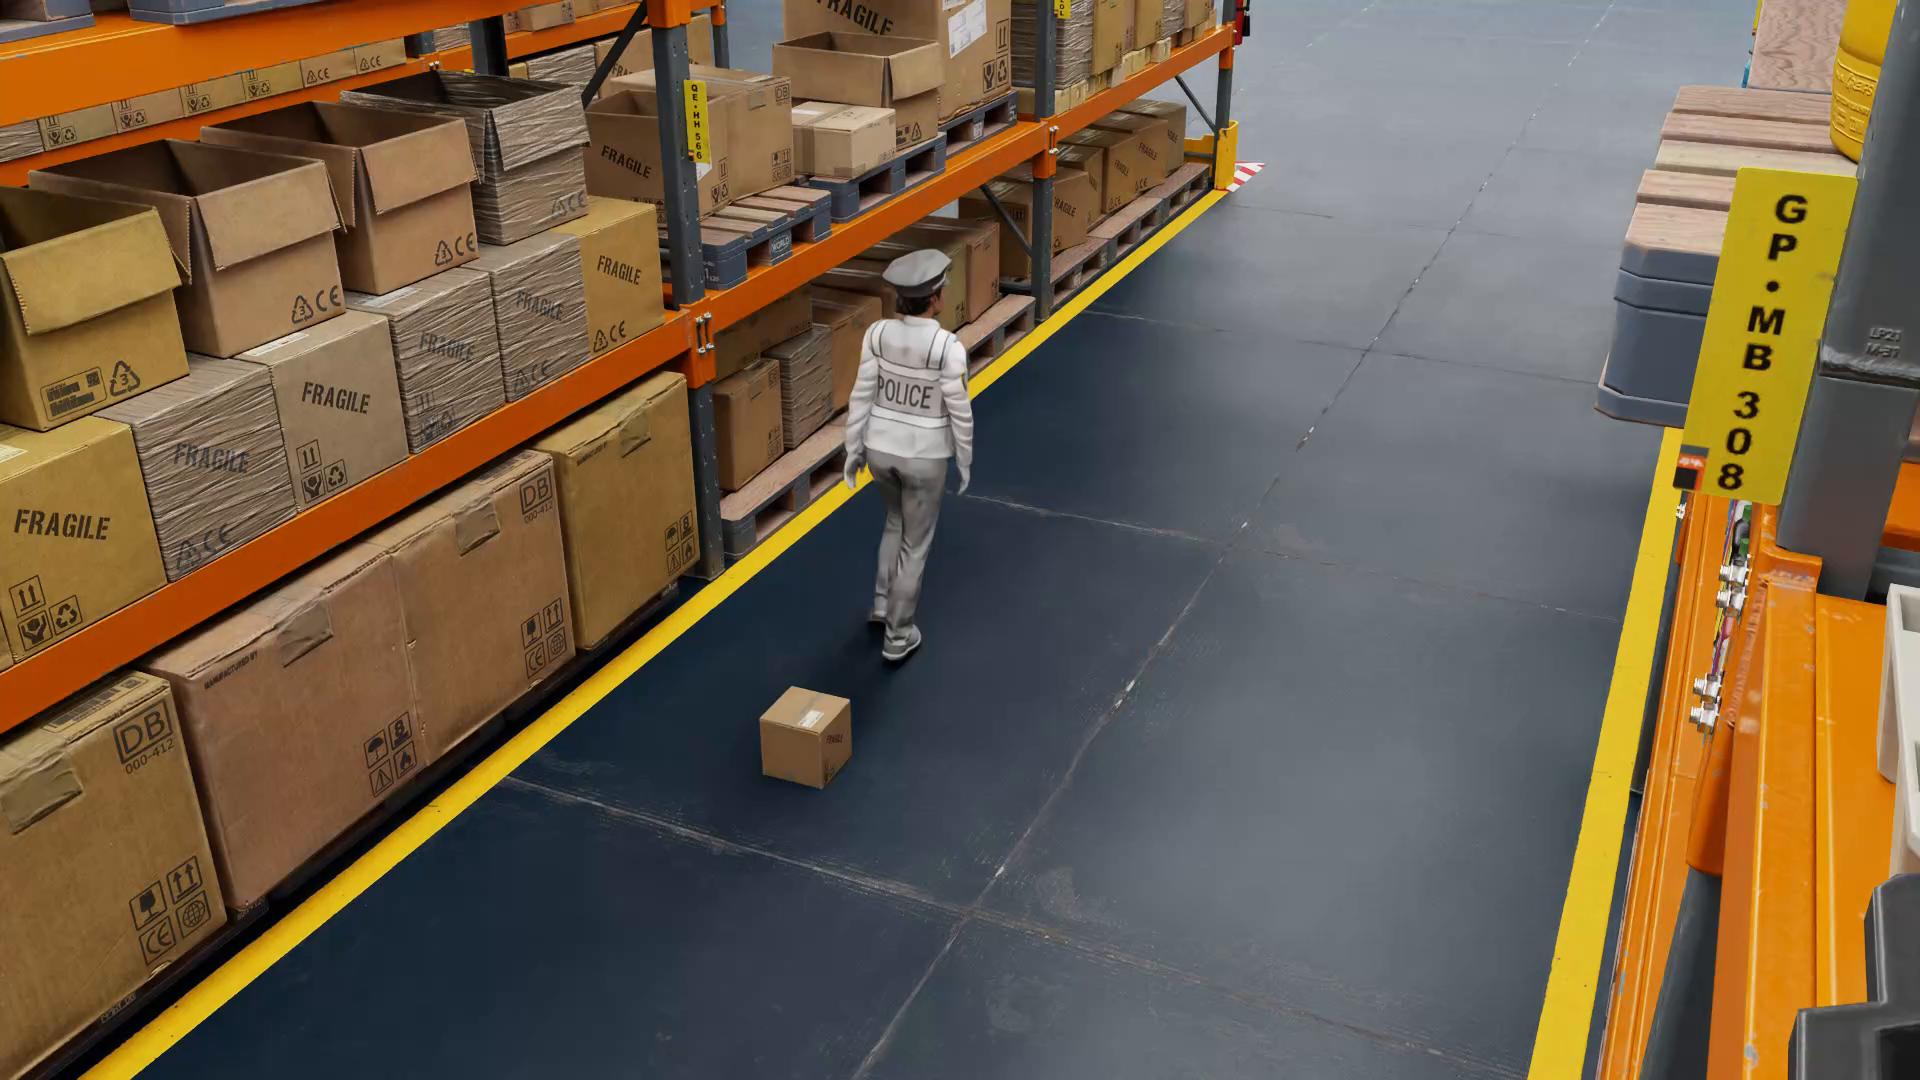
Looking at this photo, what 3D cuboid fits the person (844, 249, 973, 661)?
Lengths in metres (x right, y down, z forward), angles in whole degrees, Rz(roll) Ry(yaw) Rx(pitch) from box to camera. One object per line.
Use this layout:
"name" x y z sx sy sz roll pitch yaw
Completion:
"person" -0.206 -0.309 6.717 0.529 1.716 0.475 14 29 26
